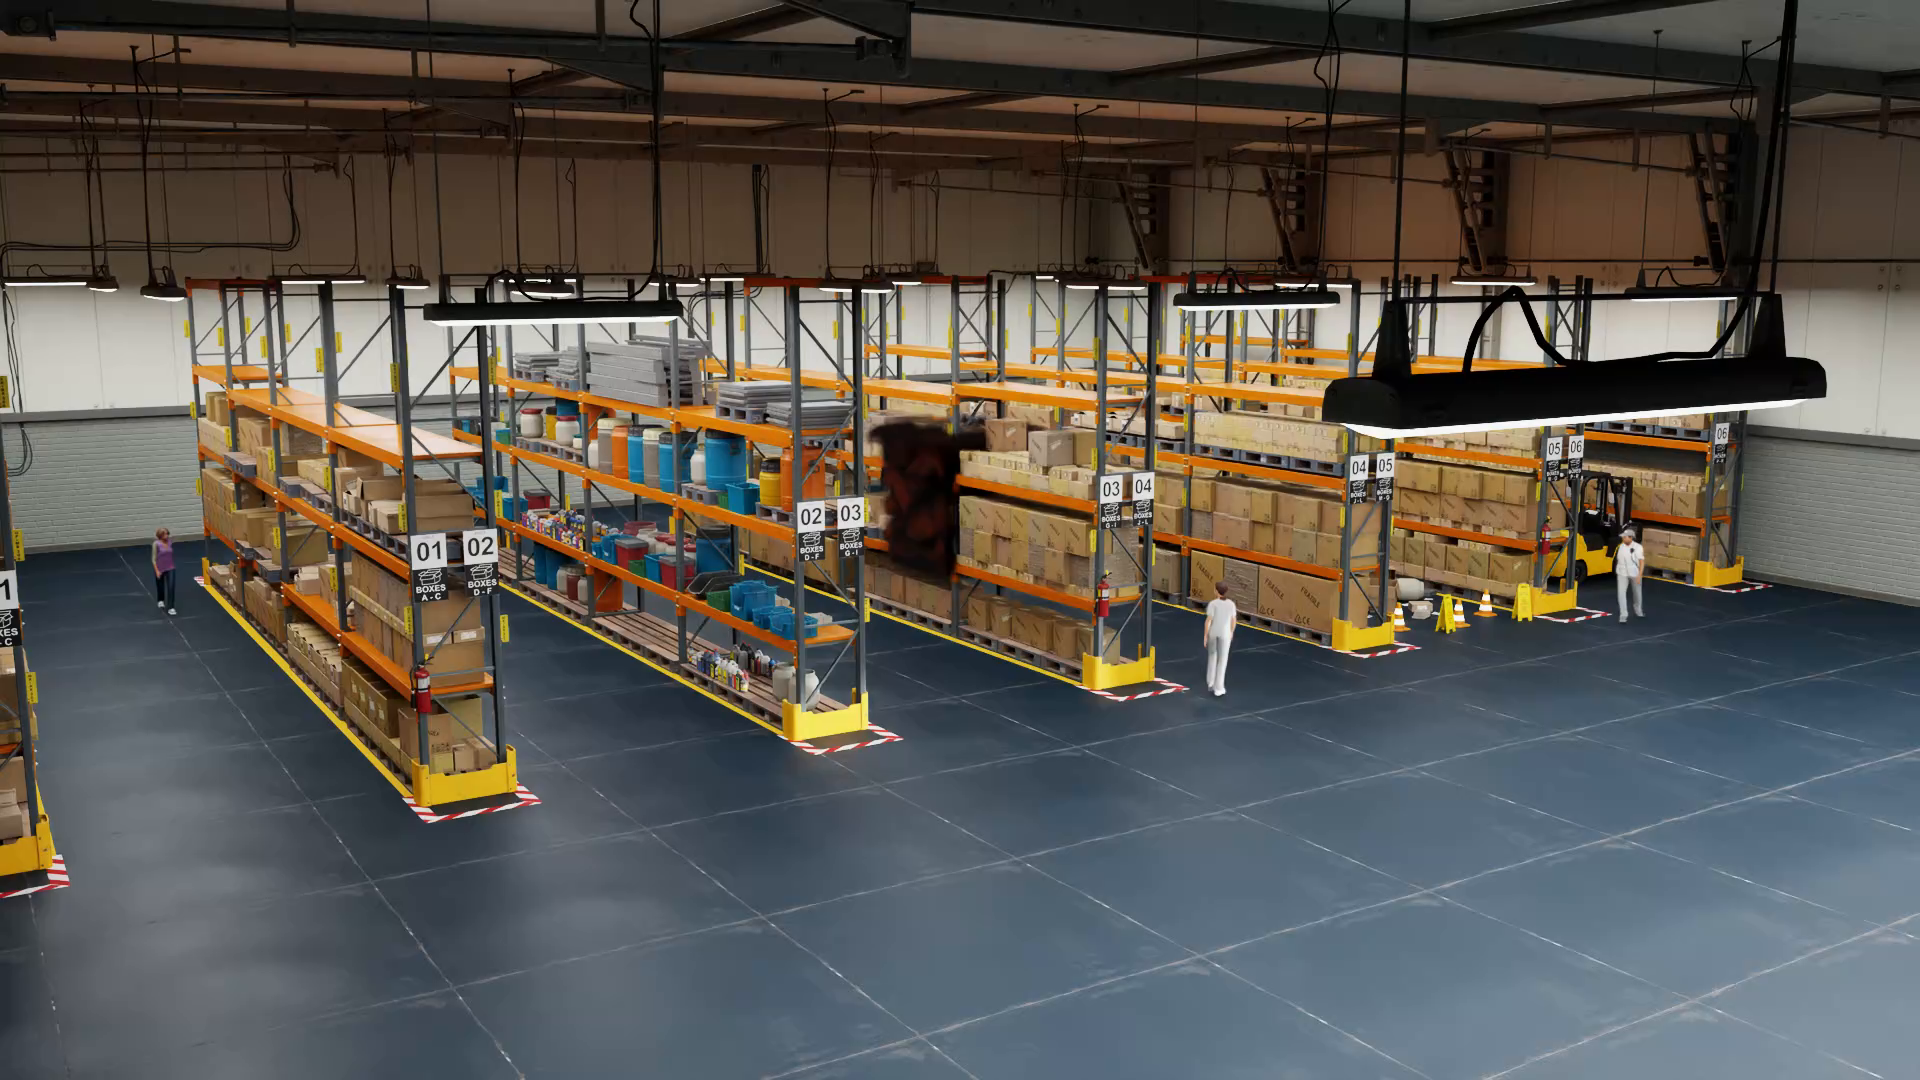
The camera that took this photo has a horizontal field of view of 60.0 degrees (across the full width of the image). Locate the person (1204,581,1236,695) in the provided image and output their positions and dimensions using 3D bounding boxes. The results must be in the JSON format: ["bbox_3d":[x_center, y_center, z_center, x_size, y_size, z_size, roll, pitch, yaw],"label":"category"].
[{"bbox_3d":[3.829,1.449,24.457,0.412,1.714,0.560,4,10,22],"label":"person"}]

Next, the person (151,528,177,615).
[{"bbox_3d":[-14.405,0.543,30.073,0.400,1.549,0.823,-6,11,-32],"label":"person"}]

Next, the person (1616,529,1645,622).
[{"bbox_3d":[11.883,0.612,29.475,0.476,1.629,0.906,5,11,26],"label":"person"}]
